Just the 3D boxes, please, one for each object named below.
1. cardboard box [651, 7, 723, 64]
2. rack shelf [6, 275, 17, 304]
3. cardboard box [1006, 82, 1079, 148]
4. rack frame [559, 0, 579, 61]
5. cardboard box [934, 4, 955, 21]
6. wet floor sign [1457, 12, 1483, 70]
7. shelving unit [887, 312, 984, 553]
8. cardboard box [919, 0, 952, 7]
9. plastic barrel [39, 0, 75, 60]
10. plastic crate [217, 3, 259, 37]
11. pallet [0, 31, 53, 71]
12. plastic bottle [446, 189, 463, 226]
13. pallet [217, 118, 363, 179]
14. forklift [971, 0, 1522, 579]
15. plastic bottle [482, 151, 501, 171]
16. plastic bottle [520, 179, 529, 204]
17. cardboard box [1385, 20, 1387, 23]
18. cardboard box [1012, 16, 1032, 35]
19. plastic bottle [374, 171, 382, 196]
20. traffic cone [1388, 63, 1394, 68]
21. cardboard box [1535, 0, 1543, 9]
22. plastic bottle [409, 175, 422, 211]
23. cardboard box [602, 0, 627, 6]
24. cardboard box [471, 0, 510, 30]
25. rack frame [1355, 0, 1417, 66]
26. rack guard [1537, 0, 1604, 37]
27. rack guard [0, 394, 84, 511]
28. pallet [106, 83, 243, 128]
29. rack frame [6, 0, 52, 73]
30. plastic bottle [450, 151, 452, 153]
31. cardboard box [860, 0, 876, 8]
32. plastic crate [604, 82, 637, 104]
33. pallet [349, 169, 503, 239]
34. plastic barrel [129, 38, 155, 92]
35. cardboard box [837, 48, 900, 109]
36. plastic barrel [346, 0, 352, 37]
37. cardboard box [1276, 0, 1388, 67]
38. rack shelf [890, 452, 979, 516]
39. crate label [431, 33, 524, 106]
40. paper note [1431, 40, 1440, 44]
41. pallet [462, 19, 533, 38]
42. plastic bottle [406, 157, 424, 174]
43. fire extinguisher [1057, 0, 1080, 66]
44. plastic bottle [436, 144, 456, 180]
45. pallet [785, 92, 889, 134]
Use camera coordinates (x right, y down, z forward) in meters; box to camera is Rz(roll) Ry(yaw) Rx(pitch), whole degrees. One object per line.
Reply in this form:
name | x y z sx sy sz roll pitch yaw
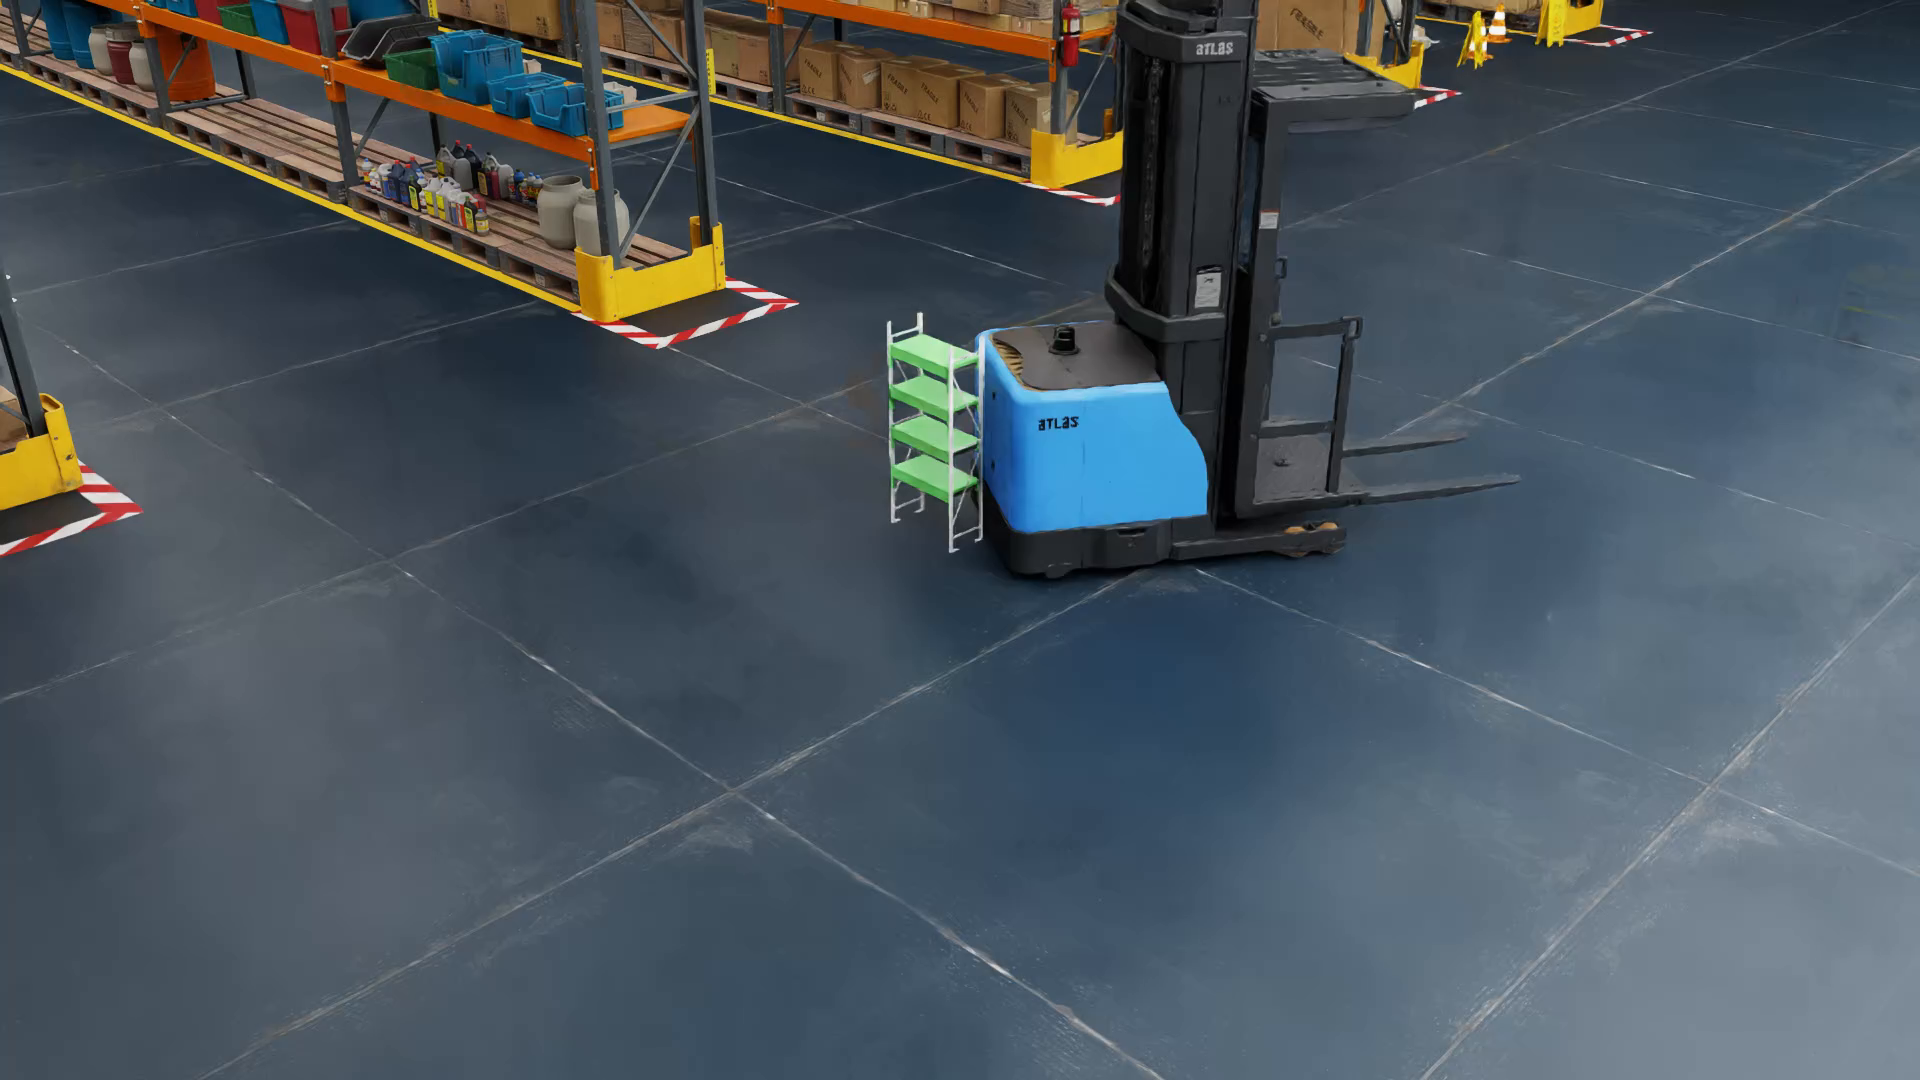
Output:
cardboard box | -3.177 -5.934 19.526 0.700 0.500 0.500 -22 35 -35
rack shelf | -7.152 -1.855 10.327 4.000 0.370 1.077 25 36 38
cardboard box | 0.789 -4.096 16.051 0.500 0.500 0.500 -18 33 -30
rack frame | -4.482 -7.417 20.133 0.127 3.000 1.000 25 36 38
cardboard box | -0.029 -5.123 16.039 0.250 0.149 0.380 25 36 38
wet floor sign | 6.180 -6.026 20.016 0.232 0.644 0.267 18 33 30
shelving unit | -0.132 -0.583 9.070 0.258 1.200 0.503 -23 36 -37
cardboard box | 0.082 -5.472 16.007 0.500 0.500 0.875 25 36 38
plastic barrel | -10.431 -6.153 19.532 0.708 0.901 0.600 25 36 38
plastic crate | -6.542 -4.849 15.477 0.662 0.188 0.450 25 36 38
pallet | -11.359 -6.072 20.570 1.213 0.211 1.003 25 36 38
plastic bottle | -4.127 -2.743 13.697 0.135 0.276 0.152 23 36 37
pallet | -6.564 -3.876 16.394 1.213 0.211 1.003 25 36 38
forklift | 1.637 -1.437 8.833 3.031 2.935 1.130 -6 28 -11
plastic bottle | -4.074 -3.208 14.502 0.185 0.351 0.144 24 36 38
plastic bottle | -3.711 -2.991 14.250 0.097 0.201 0.097 0 28 0
cardboard box | 5.143 -6.724 21.497 0.637 0.503 0.797 2 28 4
cardboard box | 0.696 -4.802 15.429 0.250 0.149 0.380 25 36 38
plastic bottle | -5.038 -3.109 14.473 0.097 0.201 0.097 0 28 0
traffic cone | 5.389 -5.942 20.053 0.334 0.463 0.336 25 36 38
cardboard box | 7.789 -7.420 22.641 0.500 0.250 0.500 24 36 38
plastic bottle | -4.595 -2.931 14.046 0.061 0.283 0.133 -23 36 -37
cardboard box | -3.984 -6.629 20.041 0.500 0.250 0.500 -24 36 -37
cardboard box | -5.590 -7.188 21.529 0.875 0.875 1.225 25 36 39
rack frame | 4.772 -6.420 18.237 0.127 3.000 1.000 25 36 38
rack guard | 8.116 -7.014 22.052 0.348 0.500 1.175 25 36 38
rack guard | -5.709 -0.406 9.486 0.348 0.500 1.175 25 36 38
pallet | -8.546 -4.783 18.119 1.213 0.211 1.003 25 36 38
rack frame | -10.807 -7.079 19.489 0.127 3.000 1.000 25 36 38
plastic bottle | -4.528 -3.413 14.964 0.061 0.283 0.133 -23 36 -37
cardboard box | -0.779 -5.431 16.626 0.250 0.149 0.380 25 36 38
plastic crate | -2.663 -3.445 12.863 0.250 0.136 0.298 25 36 38
pallet | -4.653 -3.001 14.731 1.213 0.211 1.003 25 36 38
plastic barrel | -8.781 -5.167 18.075 0.421 0.512 0.421 0 28 0
cardboard box | -0.959 -4.863 17.511 0.500 0.500 0.500 -13 31 -24
plastic barrel | -5.631 -4.914 15.225 0.433 0.535 0.433 0 28 0
cardboard box | 4.242 -5.865 19.012 0.875 0.875 0.875 25 37 39
rack shelf | -0.132 -0.314 9.212 0.258 0.148 0.480 -23 36 -37
crate label | -3.752 -3.690 13.006 0.616 0.435 0.502 25 36 38
paper note | 6.100 -6.430 21.445 0.142 0.019 0.148 12 30 22
pallet | -5.857 -6.863 22.076 1.213 0.211 1.003 25 36 38
plastic bottle | -4.717 -3.137 14.367 0.185 0.351 0.144 25 36 38
fire extinguisher | 0.981 -4.582 14.825 0.183 0.674 0.296 25 36 38
plastic bottle | -4.542 -3.328 14.730 0.185 0.351 0.144 25 36 38
pallet | -1.126 -4.671 17.906 1.213 0.211 1.003 25 36 38
